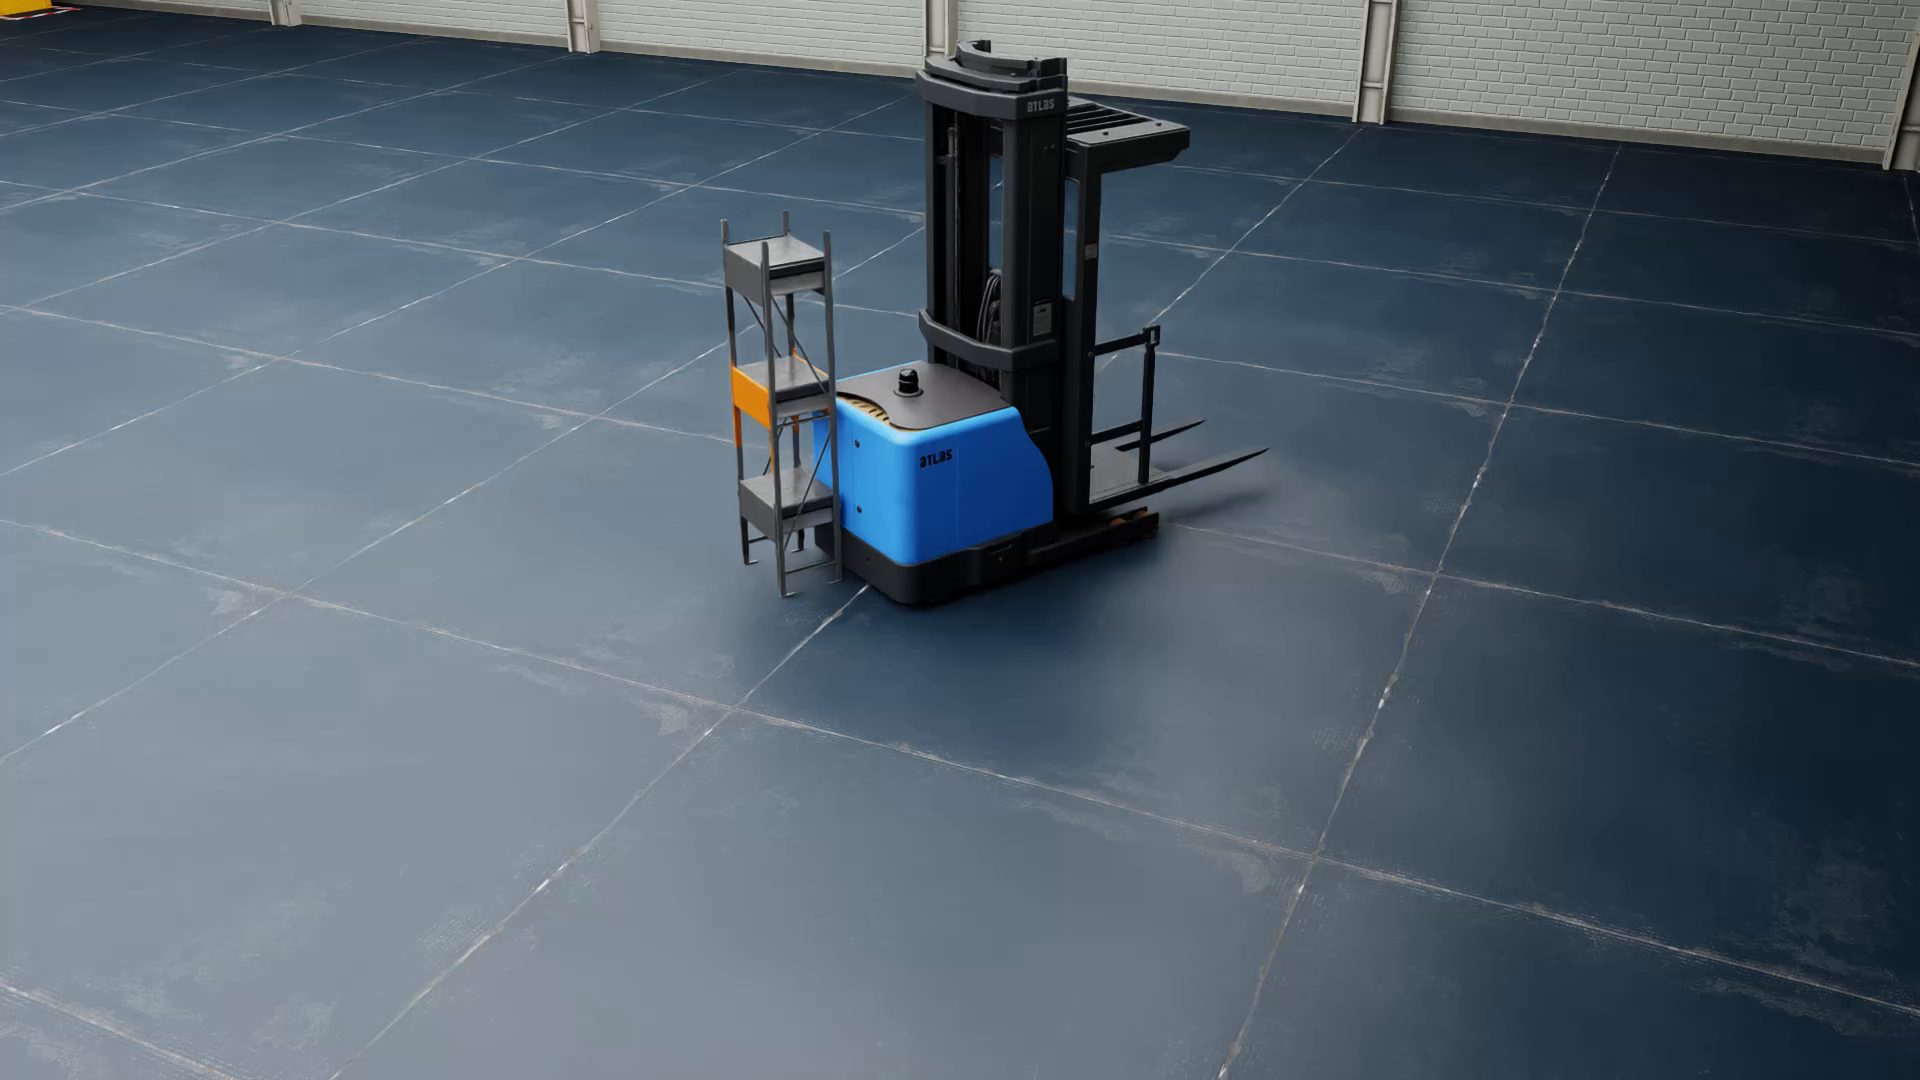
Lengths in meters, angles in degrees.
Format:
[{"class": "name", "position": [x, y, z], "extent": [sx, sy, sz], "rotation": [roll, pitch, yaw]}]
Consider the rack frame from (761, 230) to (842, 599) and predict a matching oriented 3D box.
[{"class": "rack frame", "position": [-0.864, -0.654, 9.200], "extent": [0.400, 2.100, 0.015], "rotation": [-16, 30, -29]}]

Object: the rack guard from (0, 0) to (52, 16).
[{"class": "rack guard", "position": [-16.379, -9.418, 28.813], "extent": [0.348, 0.500, 1.175], "rotation": [11, 28, 22]}]

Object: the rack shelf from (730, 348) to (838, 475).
[{"class": "rack shelf", "position": [-0.993, -0.733, 9.392], "extent": [0.431, 0.518, 0.480], "rotation": [-16, 30, -29]}]

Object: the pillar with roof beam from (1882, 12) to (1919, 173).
[{"class": "pillar with roof beam", "position": [8.865, -6.509, 13.282], "extent": [0.400, 9.000, 9.100], "rotation": [11, 28, 22]}]

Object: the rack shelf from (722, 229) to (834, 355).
[{"class": "rack shelf", "position": [-0.994, -1.361, 9.082], "extent": [0.431, 0.518, 0.480], "rotation": [-16, 30, -29]}]

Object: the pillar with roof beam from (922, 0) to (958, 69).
[{"class": "pillar with roof beam", "position": [-2.058, -8.703, 17.739], "extent": [0.400, 9.000, 9.100], "rotation": [11, 28, 22]}]

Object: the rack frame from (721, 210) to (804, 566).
[{"class": "rack frame", "position": [-1.123, -0.836, 9.571], "extent": [0.400, 2.100, 0.015], "rotation": [-16, 30, -29]}]

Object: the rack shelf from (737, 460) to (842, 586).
[{"class": "rack shelf", "position": [-0.993, -0.105, 9.701], "extent": [0.431, 0.518, 0.480], "rotation": [-16, 30, -29]}]

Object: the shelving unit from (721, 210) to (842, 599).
[{"class": "shelving unit", "position": [-0.993, -0.745, 9.386], "extent": [0.431, 2.100, 0.503], "rotation": [-16, 30, -29]}]

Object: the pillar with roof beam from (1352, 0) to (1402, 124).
[{"class": "pillar with roof beam", "position": [3.404, -7.606, 15.510], "extent": [0.400, 9.000, 9.100], "rotation": [11, 28, 22]}]

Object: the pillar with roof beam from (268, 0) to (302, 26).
[{"class": "pillar with roof beam", "position": [-12.982, -10.897, 22.195], "extent": [0.400, 9.000, 9.100], "rotation": [11, 28, 22]}]

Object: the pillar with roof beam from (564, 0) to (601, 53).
[{"class": "pillar with roof beam", "position": [-7.520, -9.800, 19.967], "extent": [0.400, 9.000, 9.100], "rotation": [11, 28, 22]}]

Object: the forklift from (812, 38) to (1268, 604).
[{"class": "forklift", "position": [0.614, -1.451, 9.879], "extent": [3.031, 2.935, 1.130], "rotation": [-18, 31, -32]}]
